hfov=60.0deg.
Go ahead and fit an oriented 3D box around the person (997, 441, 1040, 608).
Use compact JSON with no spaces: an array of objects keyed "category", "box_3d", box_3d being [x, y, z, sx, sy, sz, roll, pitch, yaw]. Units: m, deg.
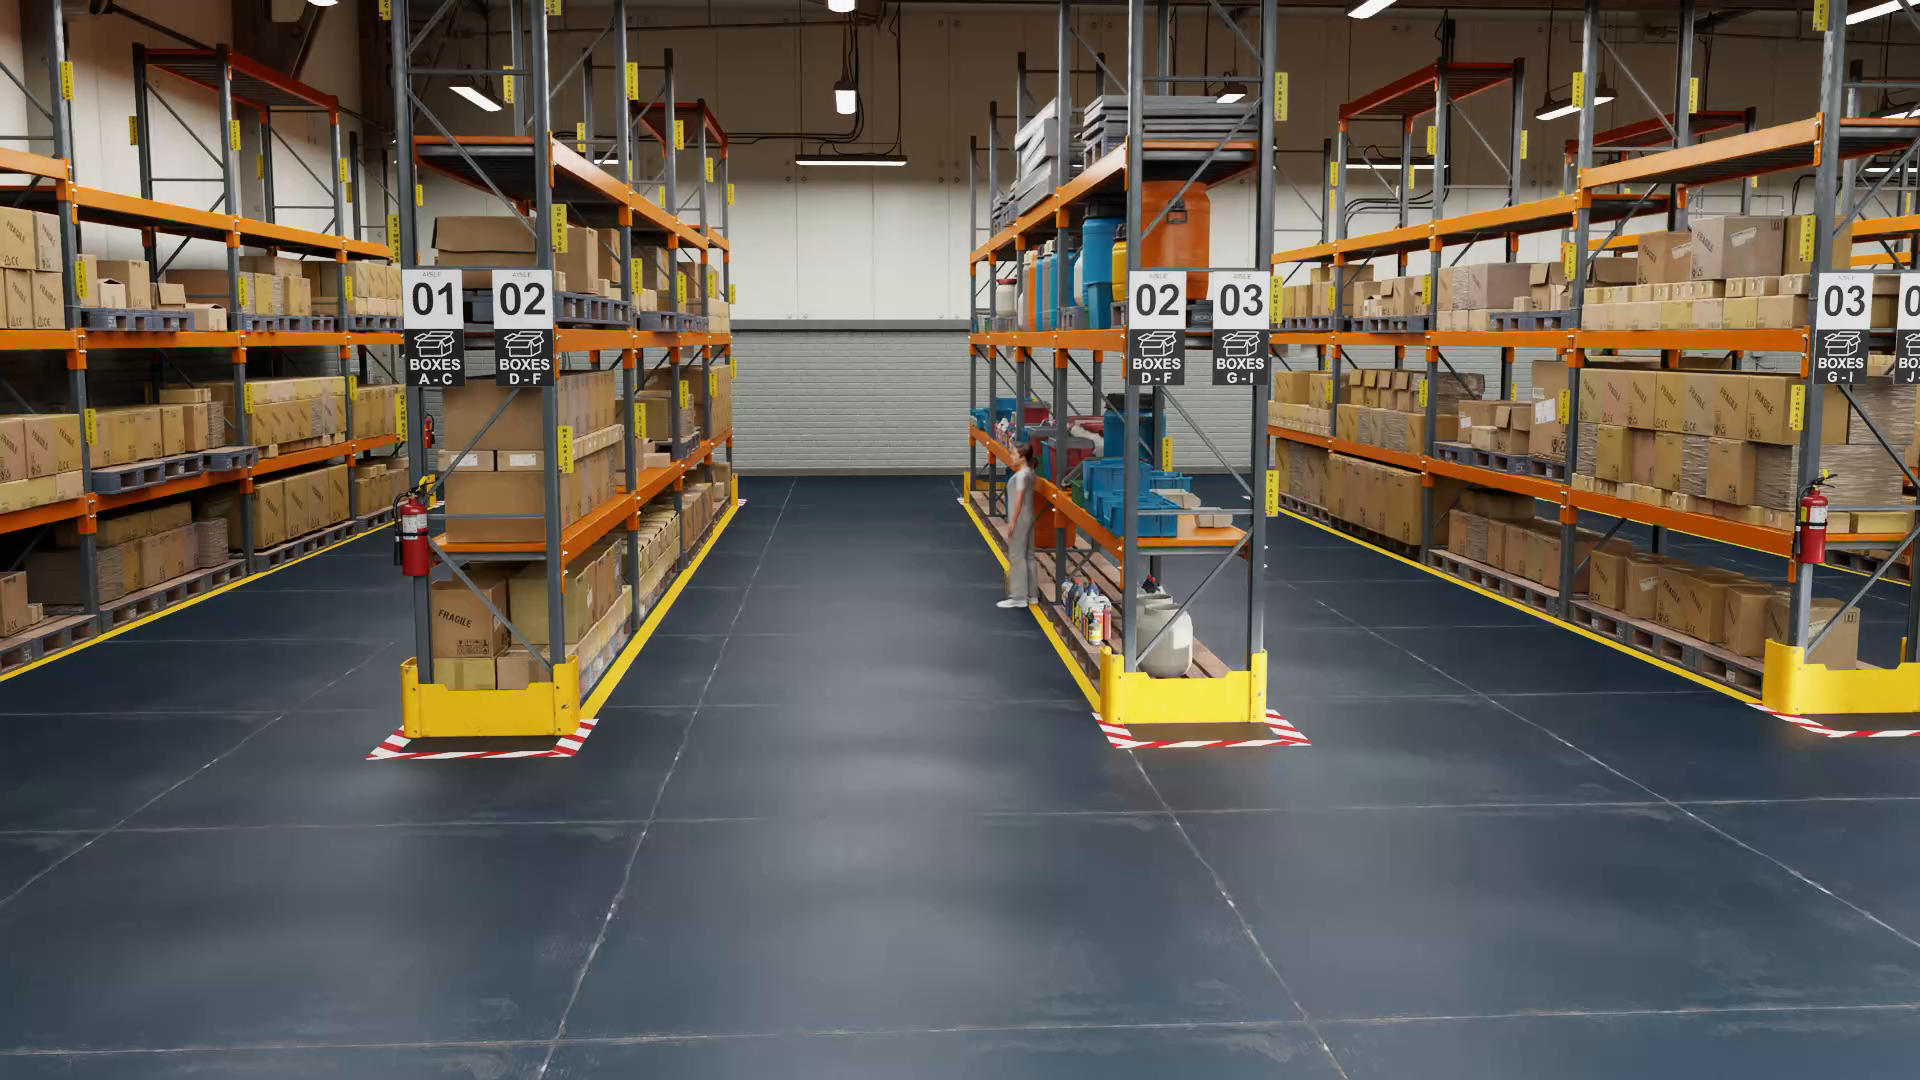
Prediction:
[{"category":"person","box_3d":[0.612,-0.164,16.894,0.376,1.678,0.574,2,7,16]}]
